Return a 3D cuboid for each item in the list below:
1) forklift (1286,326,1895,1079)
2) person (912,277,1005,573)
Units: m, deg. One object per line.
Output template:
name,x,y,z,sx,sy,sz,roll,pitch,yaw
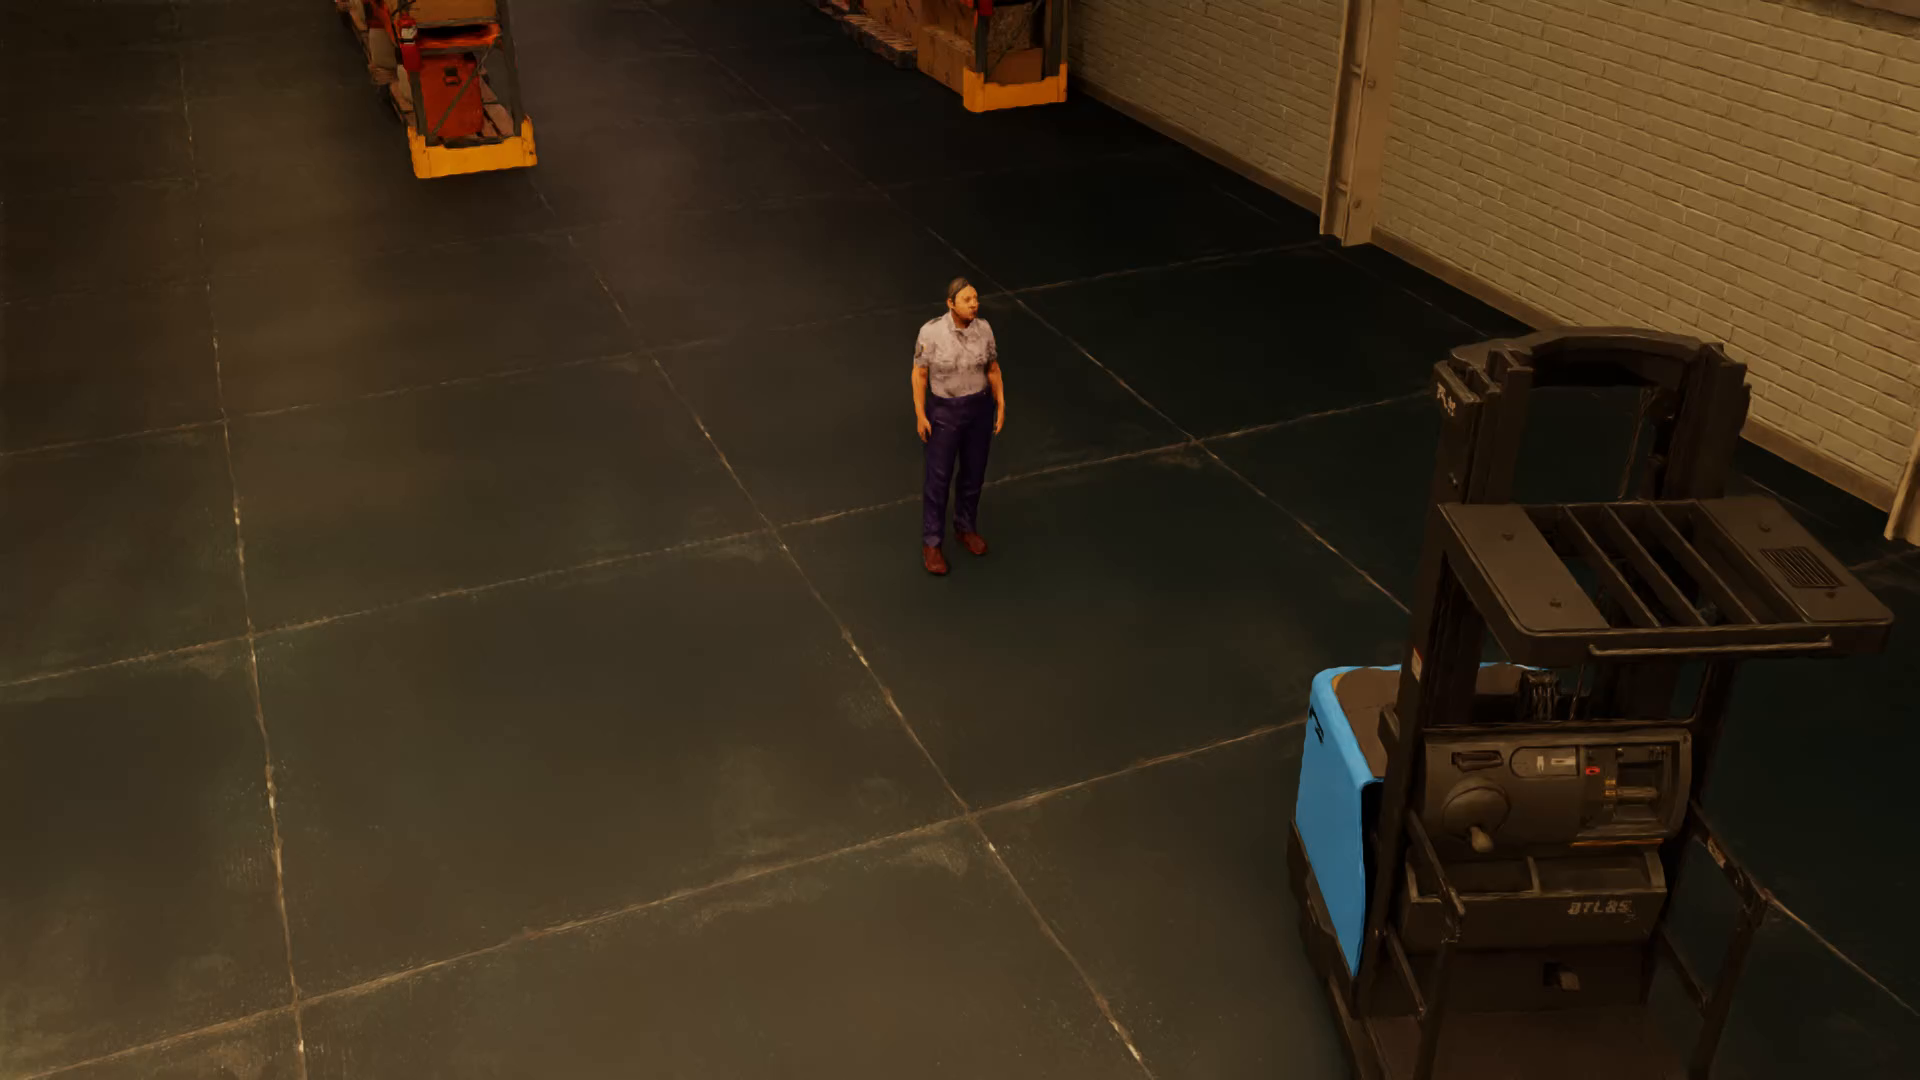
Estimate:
forklift,2.068,0.909,5.531,1.130,2.935,3.031,-2,30,-3
person,0.015,-0.676,9.581,0.599,1.650,0.502,-12,32,-20
